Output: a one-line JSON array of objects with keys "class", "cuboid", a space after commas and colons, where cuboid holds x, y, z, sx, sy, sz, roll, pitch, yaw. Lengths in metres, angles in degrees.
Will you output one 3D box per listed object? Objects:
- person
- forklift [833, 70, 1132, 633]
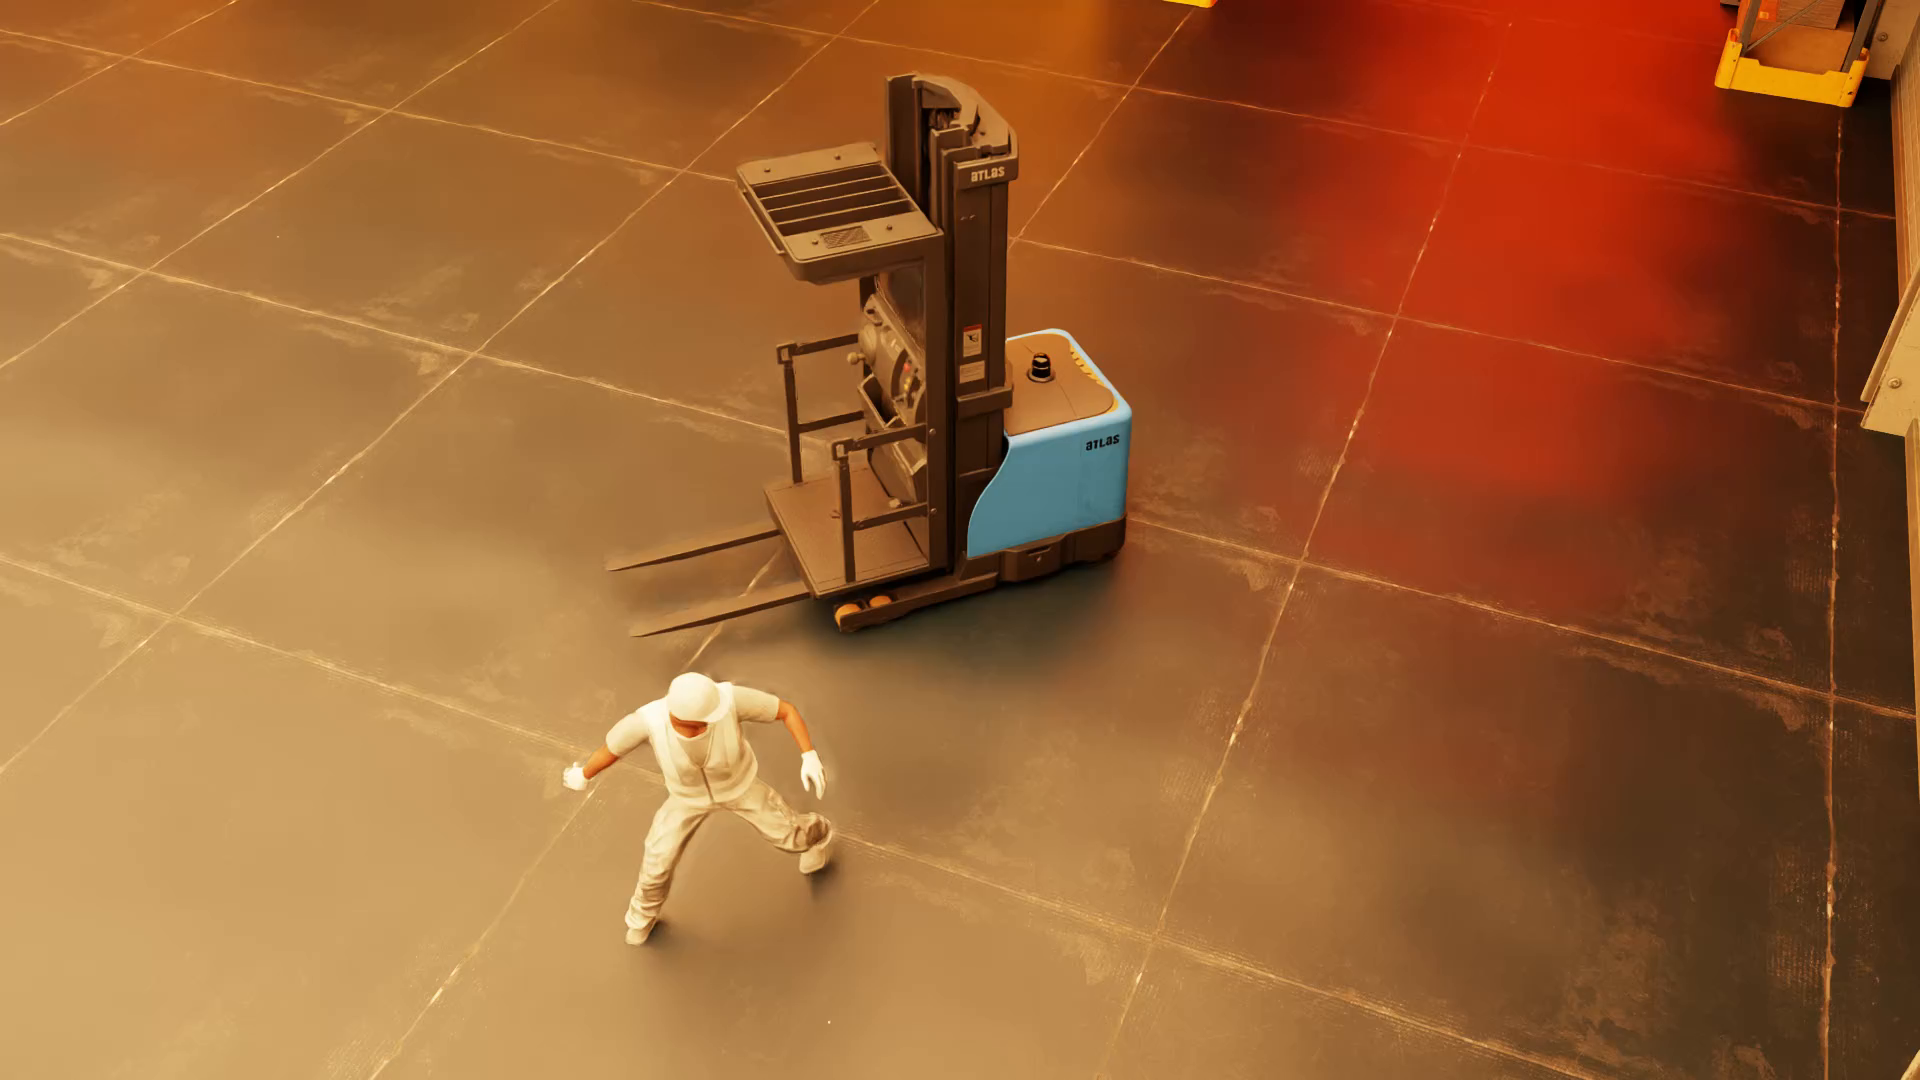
[{"class": "person", "cuboid": [-1.217, 1.223, 7.725, 1.232, 1.582, 0.556, -6, 40, -7]}, {"class": "forklift", "cuboid": [-0.564, -0.975, 9.171, 3.031, 2.935, 1.130, -14, 42, -17]}]
